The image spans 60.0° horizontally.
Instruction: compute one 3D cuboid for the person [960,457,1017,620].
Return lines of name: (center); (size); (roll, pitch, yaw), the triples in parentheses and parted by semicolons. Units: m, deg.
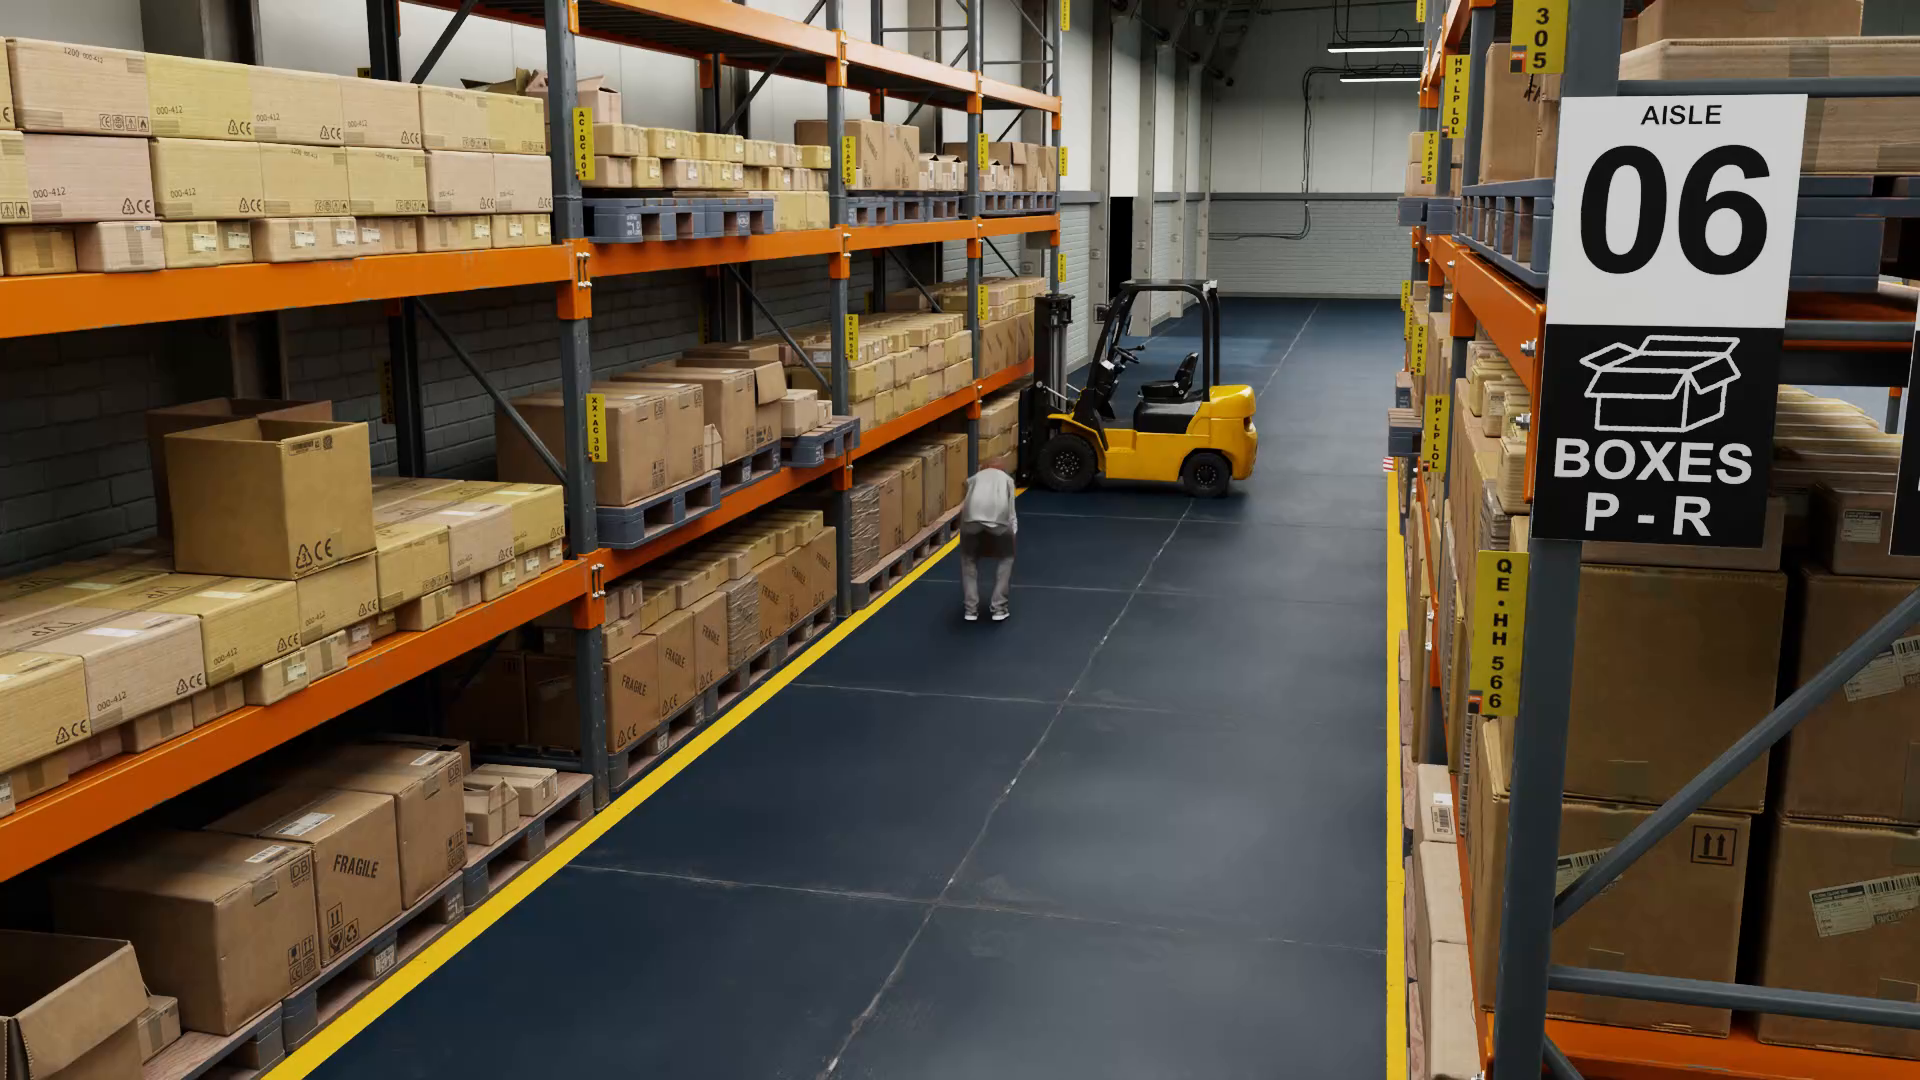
person: (0.216, -0.004, 12.185); (0.398, 1.116, 0.841); (2, 12, 7)
